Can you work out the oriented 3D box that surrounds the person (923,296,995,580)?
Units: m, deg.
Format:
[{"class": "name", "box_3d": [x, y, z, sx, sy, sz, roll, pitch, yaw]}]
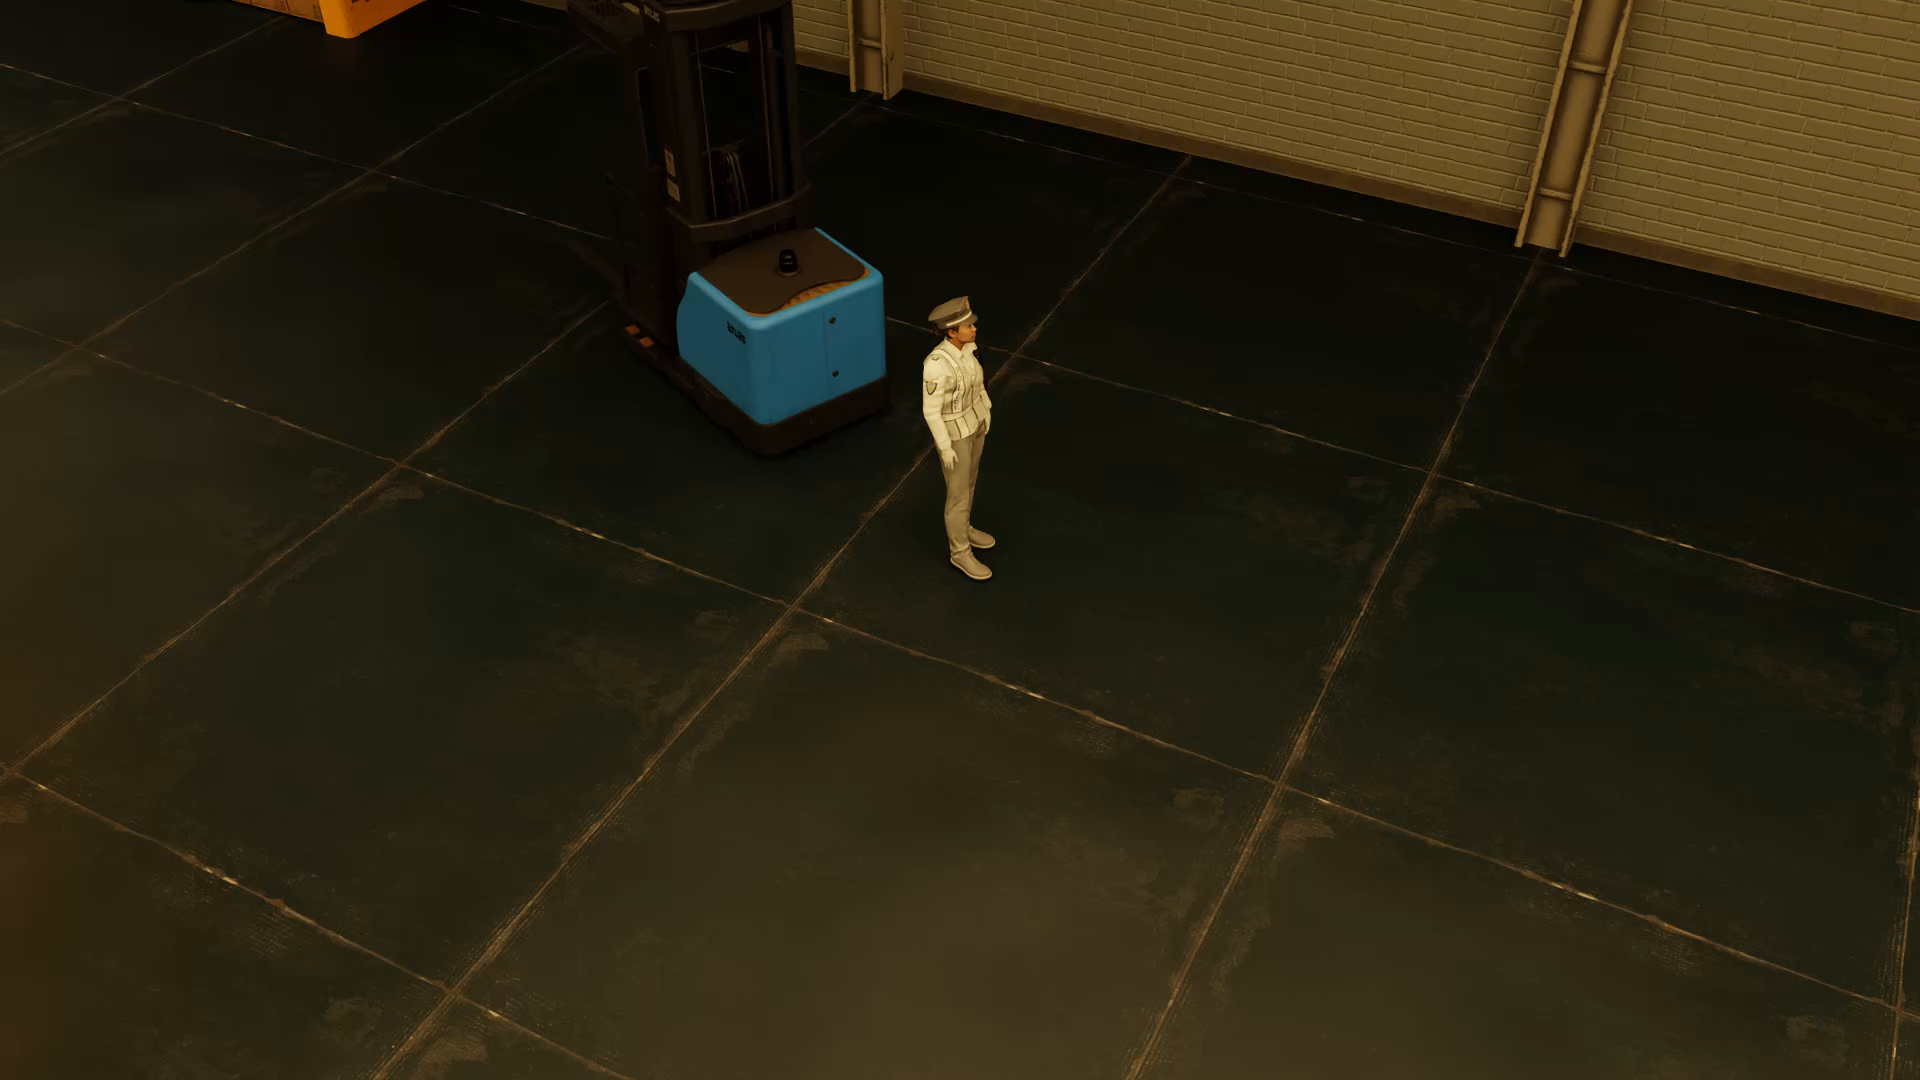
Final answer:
[{"class": "person", "box_3d": [0.057, -0.629, 9.682, 0.532, 1.694, 0.586, 18, 43, 21]}]

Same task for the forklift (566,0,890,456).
[{"class": "forklift", "box_3d": [-1.770, -2.563, 11.030, 1.130, 2.935, 3.031, -26, 47, -28]}]
